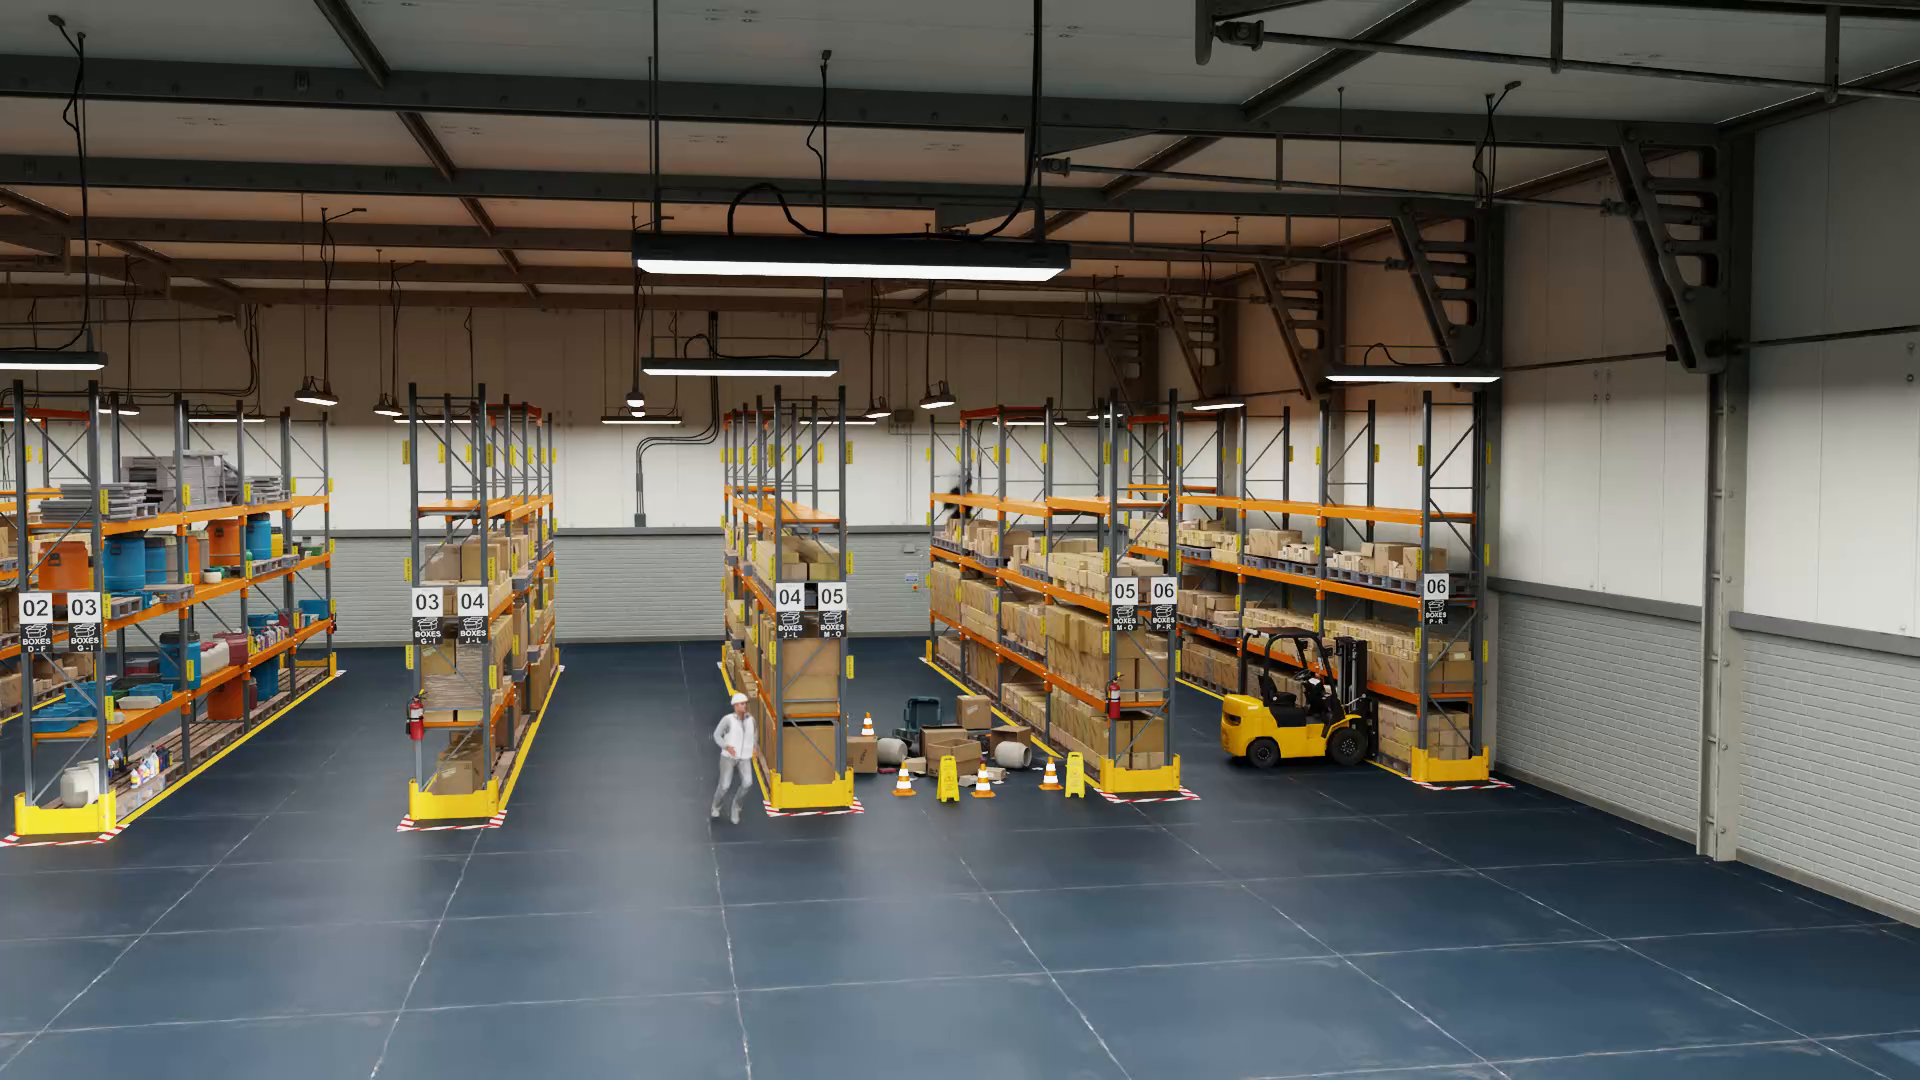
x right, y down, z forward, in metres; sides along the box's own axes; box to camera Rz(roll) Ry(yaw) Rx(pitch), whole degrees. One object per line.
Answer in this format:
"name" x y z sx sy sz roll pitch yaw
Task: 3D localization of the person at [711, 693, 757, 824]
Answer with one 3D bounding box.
"person" -3.039 2.969 22.793 0.715 1.740 0.667 -2 3 -29
